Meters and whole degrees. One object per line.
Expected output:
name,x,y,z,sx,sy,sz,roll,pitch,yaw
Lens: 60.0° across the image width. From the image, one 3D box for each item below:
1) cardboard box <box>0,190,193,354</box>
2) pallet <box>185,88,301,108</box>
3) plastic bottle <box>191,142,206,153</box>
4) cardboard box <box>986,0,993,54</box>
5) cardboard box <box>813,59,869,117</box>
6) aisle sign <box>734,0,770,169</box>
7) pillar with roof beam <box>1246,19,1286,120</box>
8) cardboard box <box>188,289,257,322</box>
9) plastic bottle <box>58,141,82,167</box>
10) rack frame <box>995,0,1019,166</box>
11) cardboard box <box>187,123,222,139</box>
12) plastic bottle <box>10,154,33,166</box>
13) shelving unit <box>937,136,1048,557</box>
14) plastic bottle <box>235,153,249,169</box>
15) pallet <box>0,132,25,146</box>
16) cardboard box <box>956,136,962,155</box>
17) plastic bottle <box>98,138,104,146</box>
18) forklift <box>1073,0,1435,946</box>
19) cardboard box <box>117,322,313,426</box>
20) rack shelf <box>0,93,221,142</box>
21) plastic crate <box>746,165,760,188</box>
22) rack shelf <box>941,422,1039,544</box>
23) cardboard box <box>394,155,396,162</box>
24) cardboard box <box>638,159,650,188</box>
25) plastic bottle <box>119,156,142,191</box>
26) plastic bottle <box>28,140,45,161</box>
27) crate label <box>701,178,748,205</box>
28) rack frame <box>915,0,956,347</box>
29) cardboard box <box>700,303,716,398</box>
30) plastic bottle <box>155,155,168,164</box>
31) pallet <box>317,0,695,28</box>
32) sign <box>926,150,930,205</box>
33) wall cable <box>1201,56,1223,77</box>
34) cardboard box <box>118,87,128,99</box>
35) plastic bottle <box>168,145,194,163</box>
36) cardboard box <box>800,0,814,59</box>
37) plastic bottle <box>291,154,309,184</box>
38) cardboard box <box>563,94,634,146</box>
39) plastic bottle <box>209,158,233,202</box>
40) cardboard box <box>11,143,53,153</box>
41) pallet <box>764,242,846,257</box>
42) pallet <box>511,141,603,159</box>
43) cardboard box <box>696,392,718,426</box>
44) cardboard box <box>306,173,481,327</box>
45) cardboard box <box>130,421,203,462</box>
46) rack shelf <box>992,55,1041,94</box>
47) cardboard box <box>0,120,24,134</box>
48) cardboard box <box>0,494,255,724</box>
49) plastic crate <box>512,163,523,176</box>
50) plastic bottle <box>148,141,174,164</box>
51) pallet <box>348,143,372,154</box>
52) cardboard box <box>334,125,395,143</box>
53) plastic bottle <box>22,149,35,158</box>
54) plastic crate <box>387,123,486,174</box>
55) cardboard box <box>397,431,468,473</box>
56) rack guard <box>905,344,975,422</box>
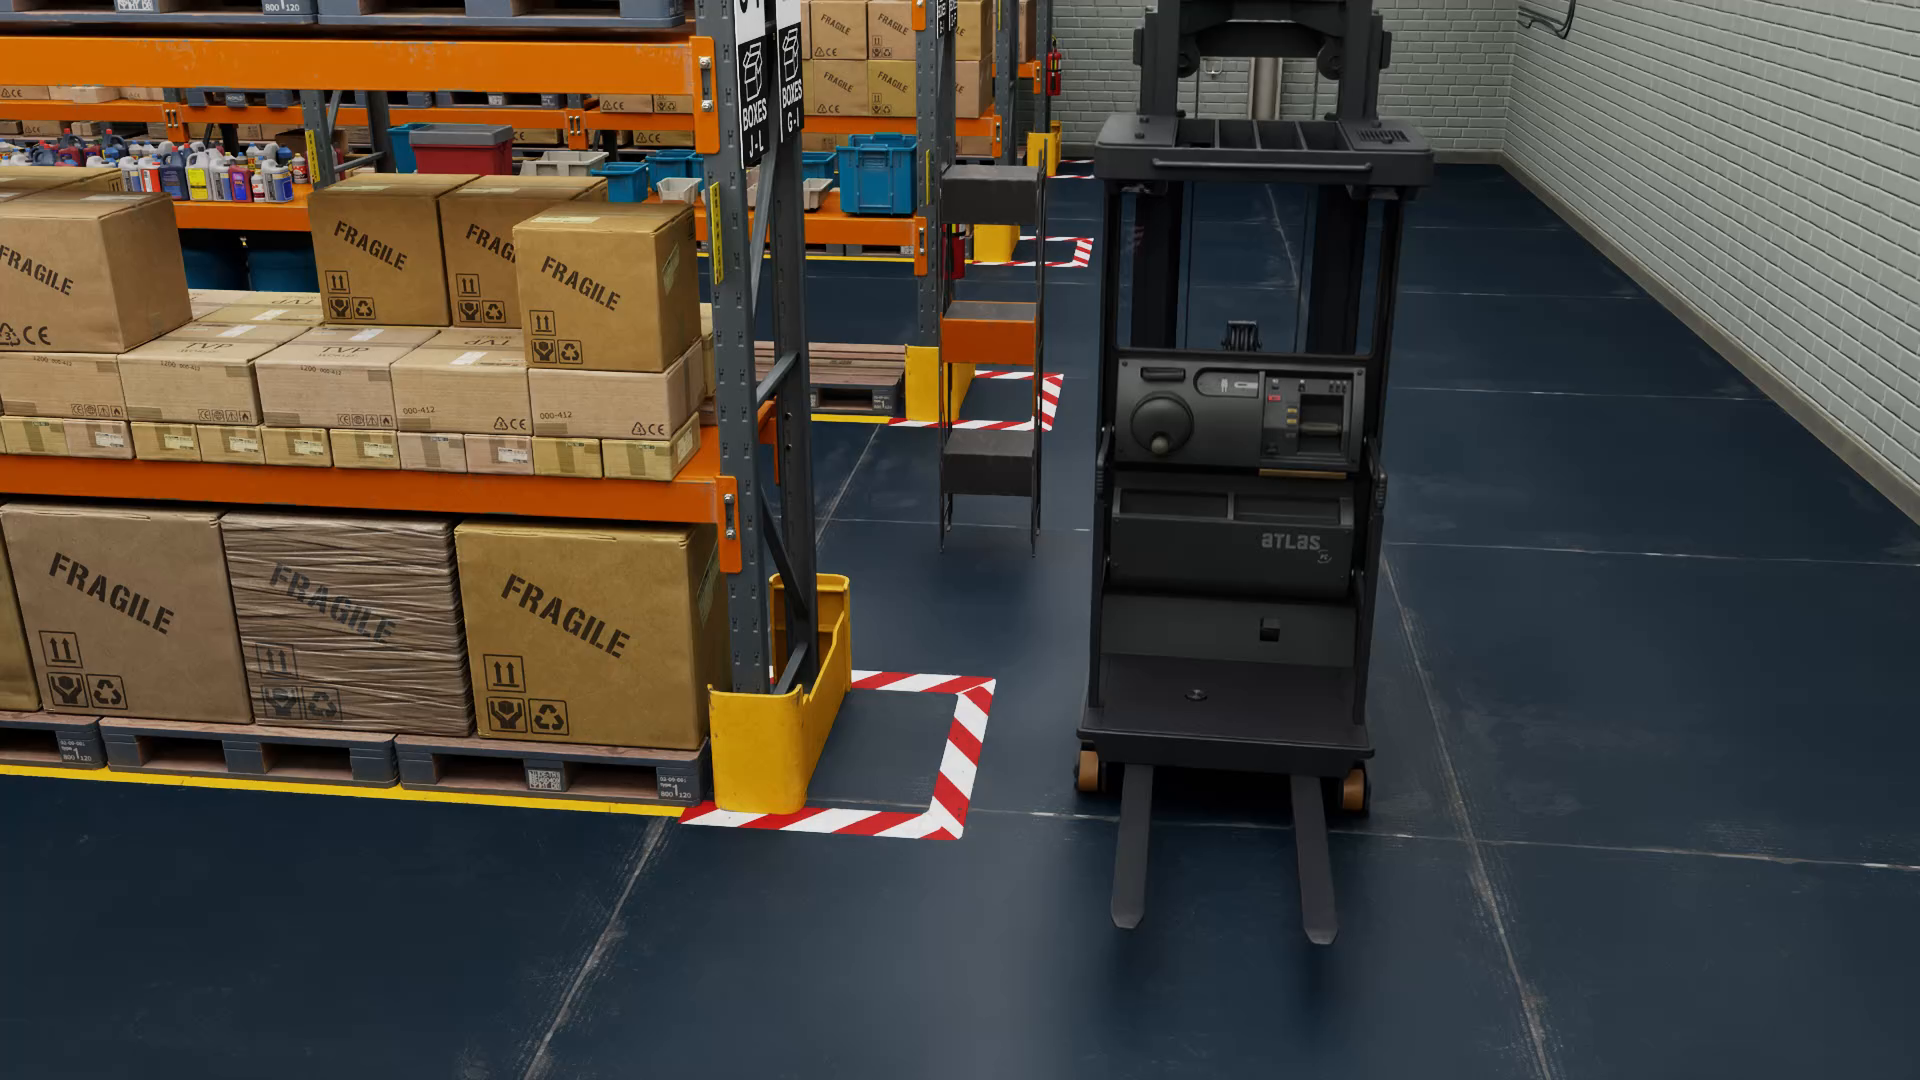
cardboard box,-3.254,-1.003,6.177,0.500,0.500,0.500,2,22,5
pallet,-6.826,-4.442,16.356,1.003,0.211,1.213,2,22,6
plastic bottle,-5.456,-2.695,11.845,0.135,0.276,0.152,2,22,6
cardboard box,0.027,-4.816,15.545,0.500,0.500,0.500,3,22,8
cardboard box,-1.050,-4.200,15.347,0.500,0.500,0.500,3,22,7
aisle sign,-0.696,-1.668,5.544,0.004,0.787,0.394,2,22,6
pillar with roof beam,3.293,-7.415,15.455,0.400,9.000,9.100,2,22,6
cardboard box,-3.214,-0.847,6.801,0.500,0.250,0.500,3,22,7
plastic bottle,-6.341,-2.700,11.849,0.133,0.283,0.061,2,22,6
rack frame,0.437,-4.189,15.455,0.127,3.000,1.000,2,22,6
cardboard box,-9.648,-5.529,21.647,0.500,0.500,0.700,2,22,5
plastic bottle,-6.325,-2.472,11.282,0.135,0.276,0.152,2,22,6
shelving unit,0.164,-0.969,8.536,0.503,2.100,0.431,2,22,6
plastic bottle,-5.109,-2.655,11.846,0.097,0.201,0.097,0,22,0
pallet,-12.786,-5.288,22.028,1.213,0.211,1.003,2,22,6
cardboard box,-0.188,-5.046,20.451,0.500,0.500,0.700,2,22,6
plastic bottle,-6.191,-2.747,11.968,0.133,0.283,0.061,2,22,6
forklift,1.037,-0.468,6.138,1.130,2.935,3.031,3,22,8
cardboard box,-2.772,-0.630,6.252,0.500,0.250,0.500,3,22,6
rack shelf,-9.494,-4.287,16.682,4.000,0.370,1.077,2,22,6
plastic crate,-1.339,-2.490,11.435,0.298,0.136,0.250,2,22,6
rack shelf,0.164,-0.306,8.798,0.480,0.518,0.431,2,22,6
cardboard box,-5.478,-3.927,16.575,0.500,0.250,0.500,2,22,5
cardboard box,-2.936,-3.483,16.471,0.500,0.500,0.500,2,22,6
plastic bottle,-5.548,-2.438,11.196,0.135,0.276,0.152,2,22,6
plastic bottle,-6.283,-2.560,11.402,0.185,0.351,0.144,2,22,6
crate label,-1.546,-2.276,10.893,0.243,0.136,0.396,2,22,6
rack frame,-0.150,-2.380,10.881,0.127,3.000,1.000,2,22,6
cardboard box,-1.177,-0.760,6.582,0.500,0.250,0.500,2,22,5
plastic bottle,-5.419,-2.477,11.299,0.097,0.271,0.097,0,22,0
pallet,-1.470,-1.954,5.843,1.213,0.211,1.003,2,22,6
sign,-0.198,-2.255,10.341,0.005,0.325,0.100,2,22,6
wall cable,2.399,-6.760,20.577,1.851,1.984,0.084,2,22,6
cardboard box,-8.373,-4.603,16.624,0.500,0.311,0.500,2,22,6
plastic bottle,-5.474,-2.639,11.705,0.135,0.276,0.152,2,22,6
cardboard box,-1.565,-4.684,15.211,0.500,0.500,0.500,3,22,8
plastic bottle,-4.685,-2.637,11.800,0.097,0.201,0.097,0,22,0
cardboard box,-4.500,-5.384,20.831,0.750,0.750,0.750,3,22,8
plastic bottle,-4.914,-2.411,11.126,0.135,0.276,0.152,2,22,6
cardboard box,-9.532,-3.907,17.148,0.500,0.311,0.500,2,22,6
pallet,-1.638,-2.983,16.198,1.213,0.211,1.003,2,22,6
pallet,-4.946,-4.931,21.127,1.213,0.211,1.003,2,22,6
cardboard box,-1.046,-0.591,6.697,0.250,0.149,0.380,3,22,7
cardboard box,-2.189,-1.151,6.550,0.500,0.500,0.500,2,22,5
cardboard box,-2.902,-0.427,6.282,0.250,0.149,0.380,2,22,5
rack shelf,-0.970,-5.749,20.381,4.000,0.370,1.077,2,22,6
cardboard box,-12.486,-5.472,21.980,0.250,0.149,0.380,1,22,2
cardboard box,-3.165,0.144,6.813,0.875,0.875,0.875,2,22,6
plastic crate,-2.979,-2.503,11.484,0.590,0.125,0.437,2,22,6
plastic bottle,-5.686,-2.705,11.871,0.135,0.276,0.152,2,22,6
pallet,-7.704,-5.081,21.505,1.213,0.211,1.003,2,22,6
cardboard box,-7.649,-5.398,21.315,0.500,0.500,0.700,3,22,7
plastic bottle,-6.721,-2.725,12.024,0.097,0.201,0.097,0,22,0
plastic crate,-3.618,-2.678,11.574,0.575,0.384,0.392,2,22,6
cardboard box,-1.881,-0.383,6.172,0.250,0.149,0.380,3,22,7
rack guard,-0.124,-1.222,11.350,0.348,0.500,1.175,2,22,6
